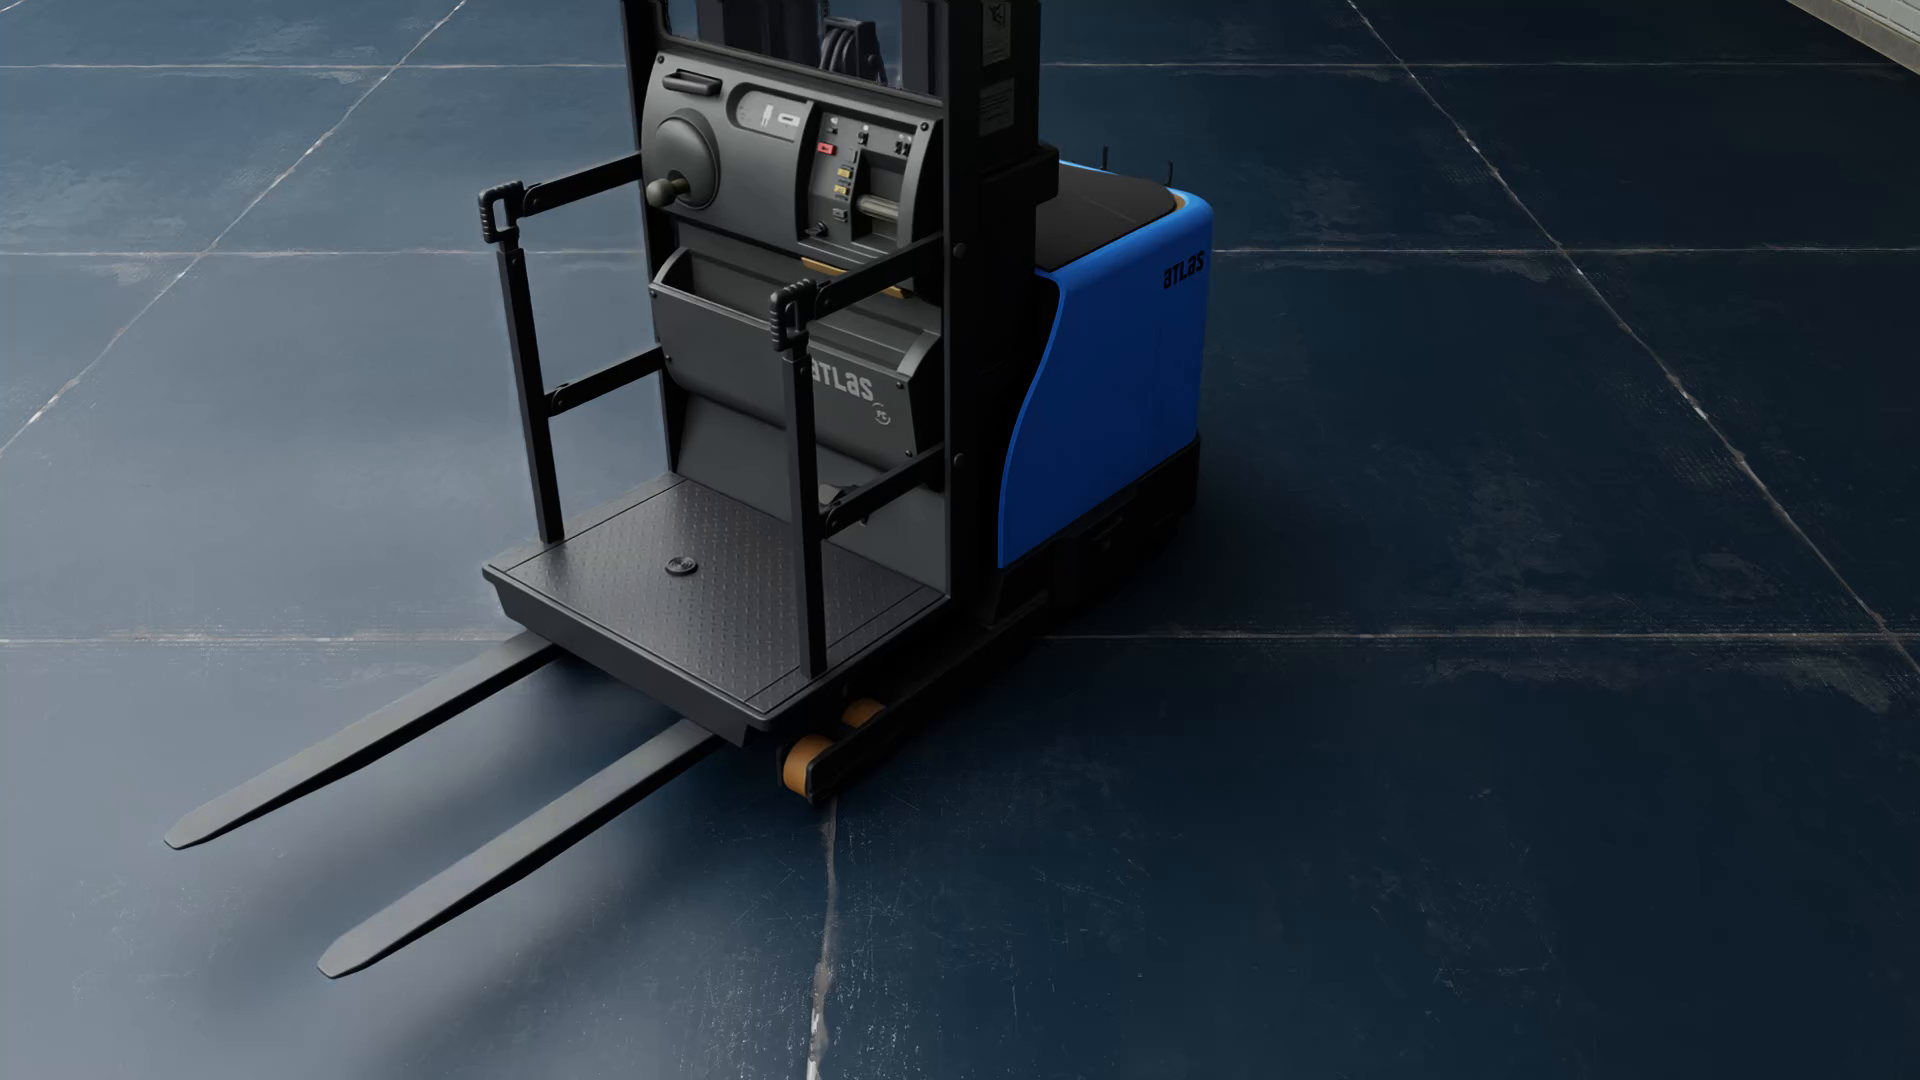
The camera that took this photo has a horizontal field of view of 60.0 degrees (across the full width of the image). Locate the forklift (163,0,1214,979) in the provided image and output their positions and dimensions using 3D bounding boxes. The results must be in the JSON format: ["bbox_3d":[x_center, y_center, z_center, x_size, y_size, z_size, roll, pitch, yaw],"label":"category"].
[{"bbox_3d":[-0.569,-0.893,3.896,1.130,2.935,3.031,23,38,33],"label":"forklift"}]

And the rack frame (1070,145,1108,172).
[{"bbox_3d":[0.406,-0.770,5.506,0.008,1.050,0.200,22,38,32],"label":"rack frame"}]

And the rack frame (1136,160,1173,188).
[{"bbox_3d":[0.597,-0.691,5.377,0.008,1.050,0.200,22,38,32],"label":"rack frame"}]

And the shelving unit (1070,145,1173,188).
[{"bbox_3d":[0.502,-0.730,5.442,0.252,1.050,0.215,22,38,32],"label":"shelving unit"}]
